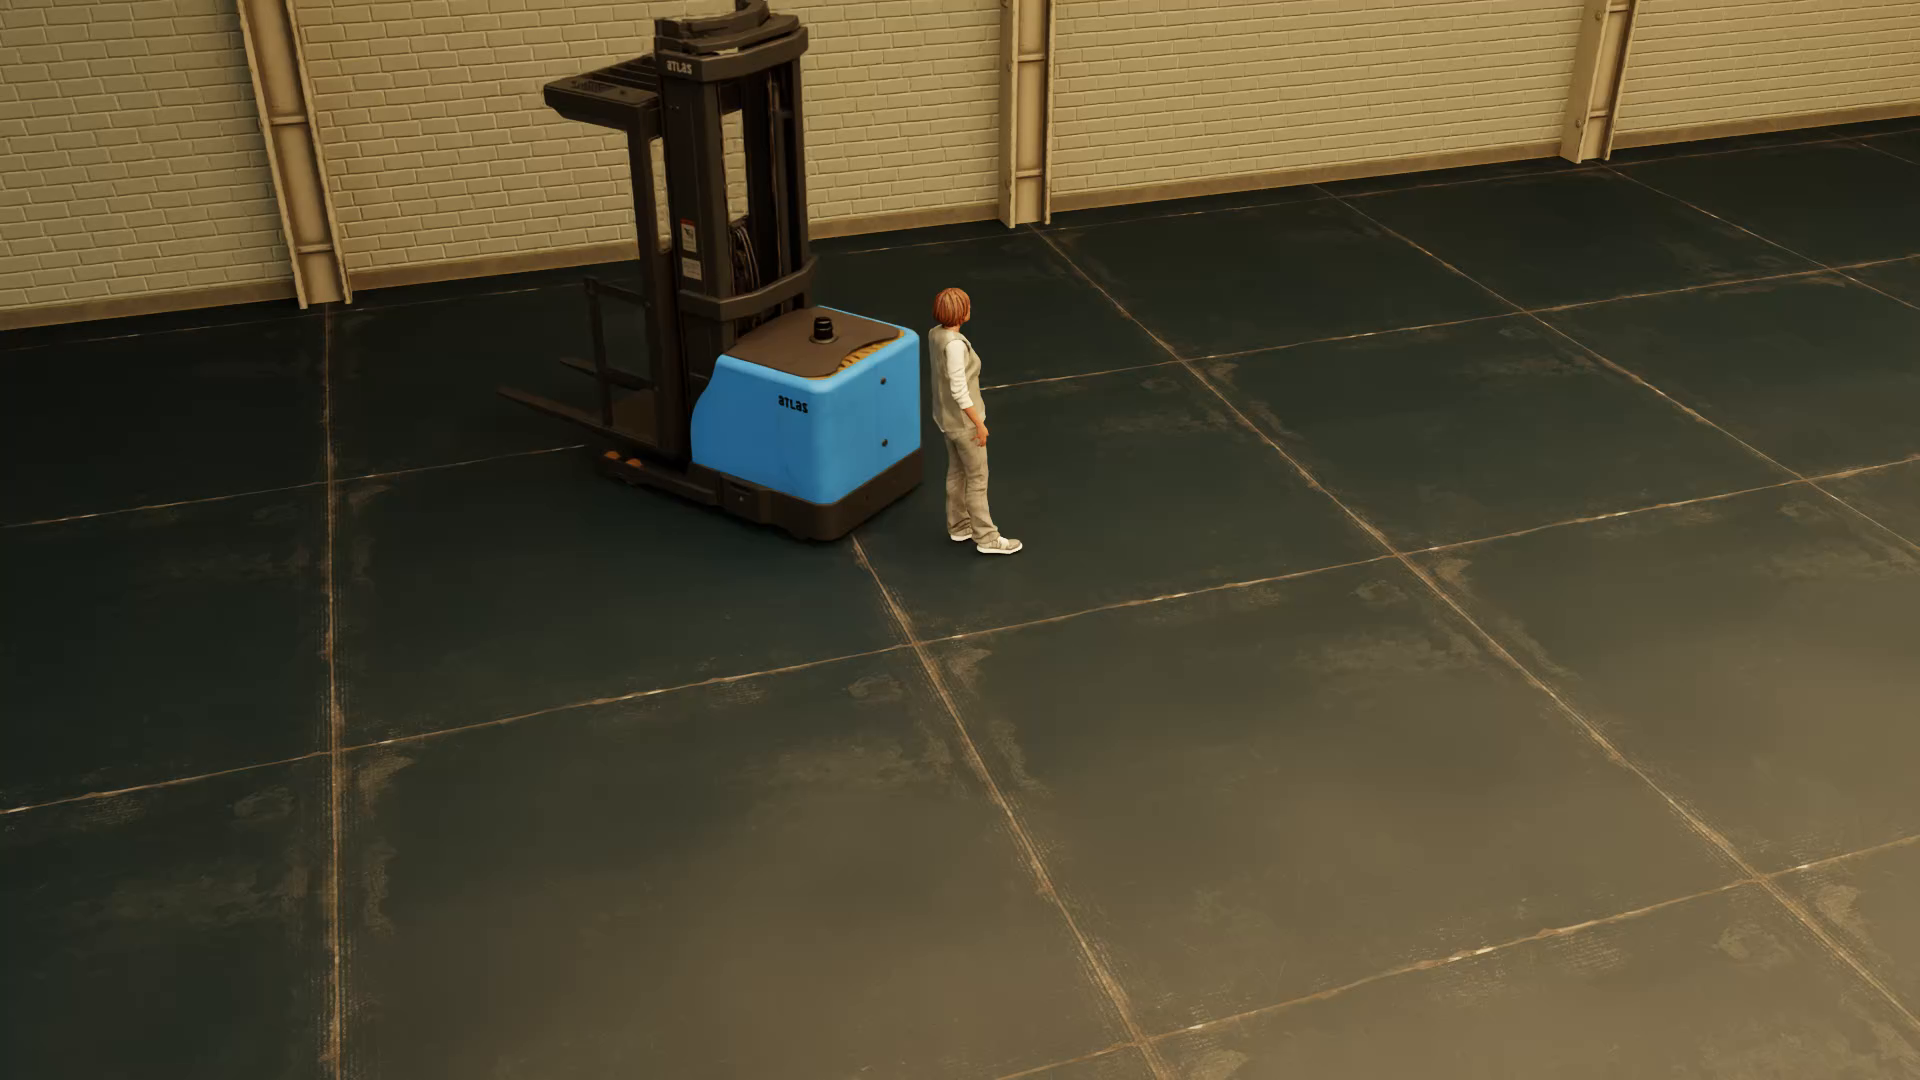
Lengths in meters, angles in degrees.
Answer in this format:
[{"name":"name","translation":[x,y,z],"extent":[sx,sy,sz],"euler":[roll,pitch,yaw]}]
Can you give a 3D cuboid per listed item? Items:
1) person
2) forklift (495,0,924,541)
[{"name":"person","translation":[0.074,-0.703,9.632],"extent":[0.475,1.597,0.520],"euler":[-10,31,-16]},{"name":"forklift","translation":[-1.738,-1.820,10.250],"extent":[3.031,2.935,1.130],"euler":[18,35,29]}]
